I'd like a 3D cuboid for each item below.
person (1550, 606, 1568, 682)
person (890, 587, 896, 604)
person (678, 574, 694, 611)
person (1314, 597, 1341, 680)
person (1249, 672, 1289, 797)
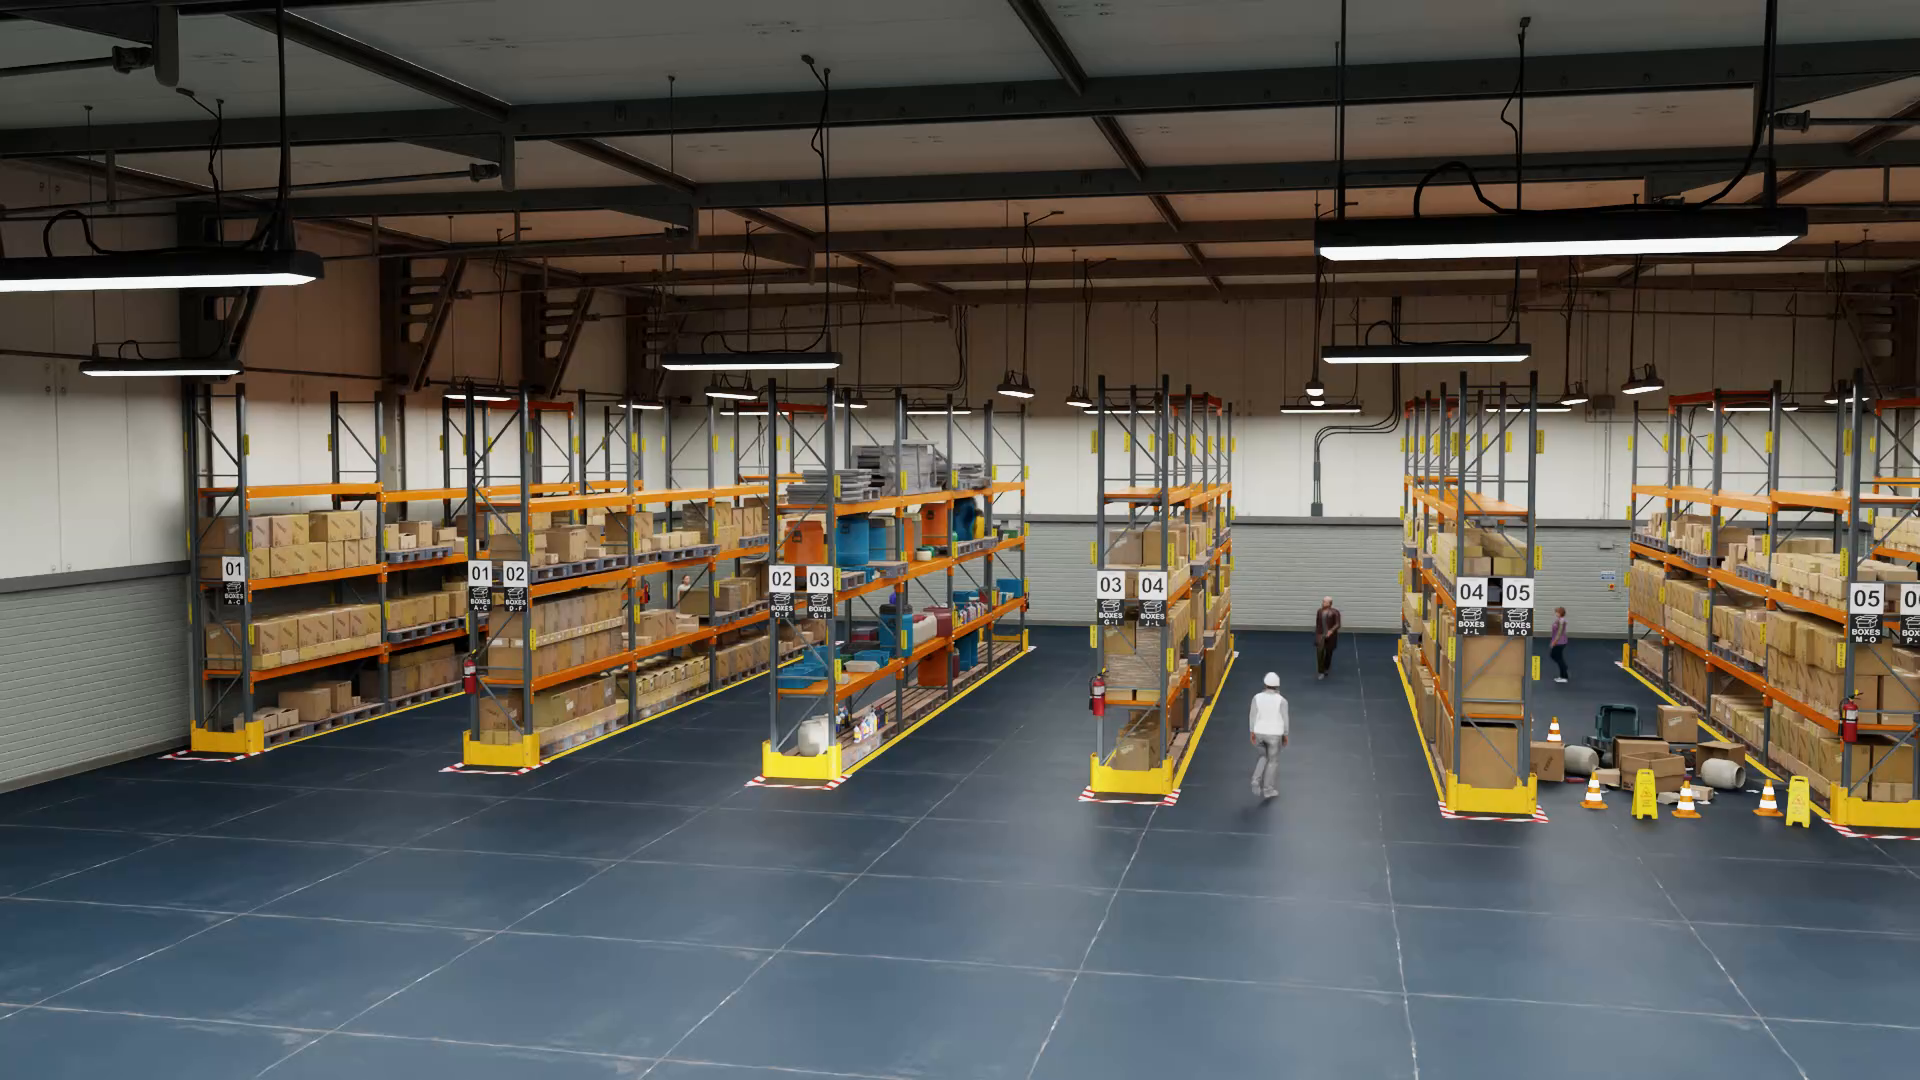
[{"bbox_3d":[12.598,2.188,35.016,0.437,1.591,0.475,3,4,42],"label":"person"},{"bbox_3d":[-1.509,1.873,40.498,0.489,1.645,0.463,3,4,40],"label":"person"},{"bbox_3d":[-7.067,1.707,42.892,0.466,1.661,0.550,-1,4,-22],"label":"person"},{"bbox_3d":[7.919,2.124,35.845,0.553,1.814,0.937,1,3,13],"label":"person"},{"bbox_3d":[4.400,2.758,23.551,0.455,1.781,0.504,-3,4,-43],"label":"person"}]
